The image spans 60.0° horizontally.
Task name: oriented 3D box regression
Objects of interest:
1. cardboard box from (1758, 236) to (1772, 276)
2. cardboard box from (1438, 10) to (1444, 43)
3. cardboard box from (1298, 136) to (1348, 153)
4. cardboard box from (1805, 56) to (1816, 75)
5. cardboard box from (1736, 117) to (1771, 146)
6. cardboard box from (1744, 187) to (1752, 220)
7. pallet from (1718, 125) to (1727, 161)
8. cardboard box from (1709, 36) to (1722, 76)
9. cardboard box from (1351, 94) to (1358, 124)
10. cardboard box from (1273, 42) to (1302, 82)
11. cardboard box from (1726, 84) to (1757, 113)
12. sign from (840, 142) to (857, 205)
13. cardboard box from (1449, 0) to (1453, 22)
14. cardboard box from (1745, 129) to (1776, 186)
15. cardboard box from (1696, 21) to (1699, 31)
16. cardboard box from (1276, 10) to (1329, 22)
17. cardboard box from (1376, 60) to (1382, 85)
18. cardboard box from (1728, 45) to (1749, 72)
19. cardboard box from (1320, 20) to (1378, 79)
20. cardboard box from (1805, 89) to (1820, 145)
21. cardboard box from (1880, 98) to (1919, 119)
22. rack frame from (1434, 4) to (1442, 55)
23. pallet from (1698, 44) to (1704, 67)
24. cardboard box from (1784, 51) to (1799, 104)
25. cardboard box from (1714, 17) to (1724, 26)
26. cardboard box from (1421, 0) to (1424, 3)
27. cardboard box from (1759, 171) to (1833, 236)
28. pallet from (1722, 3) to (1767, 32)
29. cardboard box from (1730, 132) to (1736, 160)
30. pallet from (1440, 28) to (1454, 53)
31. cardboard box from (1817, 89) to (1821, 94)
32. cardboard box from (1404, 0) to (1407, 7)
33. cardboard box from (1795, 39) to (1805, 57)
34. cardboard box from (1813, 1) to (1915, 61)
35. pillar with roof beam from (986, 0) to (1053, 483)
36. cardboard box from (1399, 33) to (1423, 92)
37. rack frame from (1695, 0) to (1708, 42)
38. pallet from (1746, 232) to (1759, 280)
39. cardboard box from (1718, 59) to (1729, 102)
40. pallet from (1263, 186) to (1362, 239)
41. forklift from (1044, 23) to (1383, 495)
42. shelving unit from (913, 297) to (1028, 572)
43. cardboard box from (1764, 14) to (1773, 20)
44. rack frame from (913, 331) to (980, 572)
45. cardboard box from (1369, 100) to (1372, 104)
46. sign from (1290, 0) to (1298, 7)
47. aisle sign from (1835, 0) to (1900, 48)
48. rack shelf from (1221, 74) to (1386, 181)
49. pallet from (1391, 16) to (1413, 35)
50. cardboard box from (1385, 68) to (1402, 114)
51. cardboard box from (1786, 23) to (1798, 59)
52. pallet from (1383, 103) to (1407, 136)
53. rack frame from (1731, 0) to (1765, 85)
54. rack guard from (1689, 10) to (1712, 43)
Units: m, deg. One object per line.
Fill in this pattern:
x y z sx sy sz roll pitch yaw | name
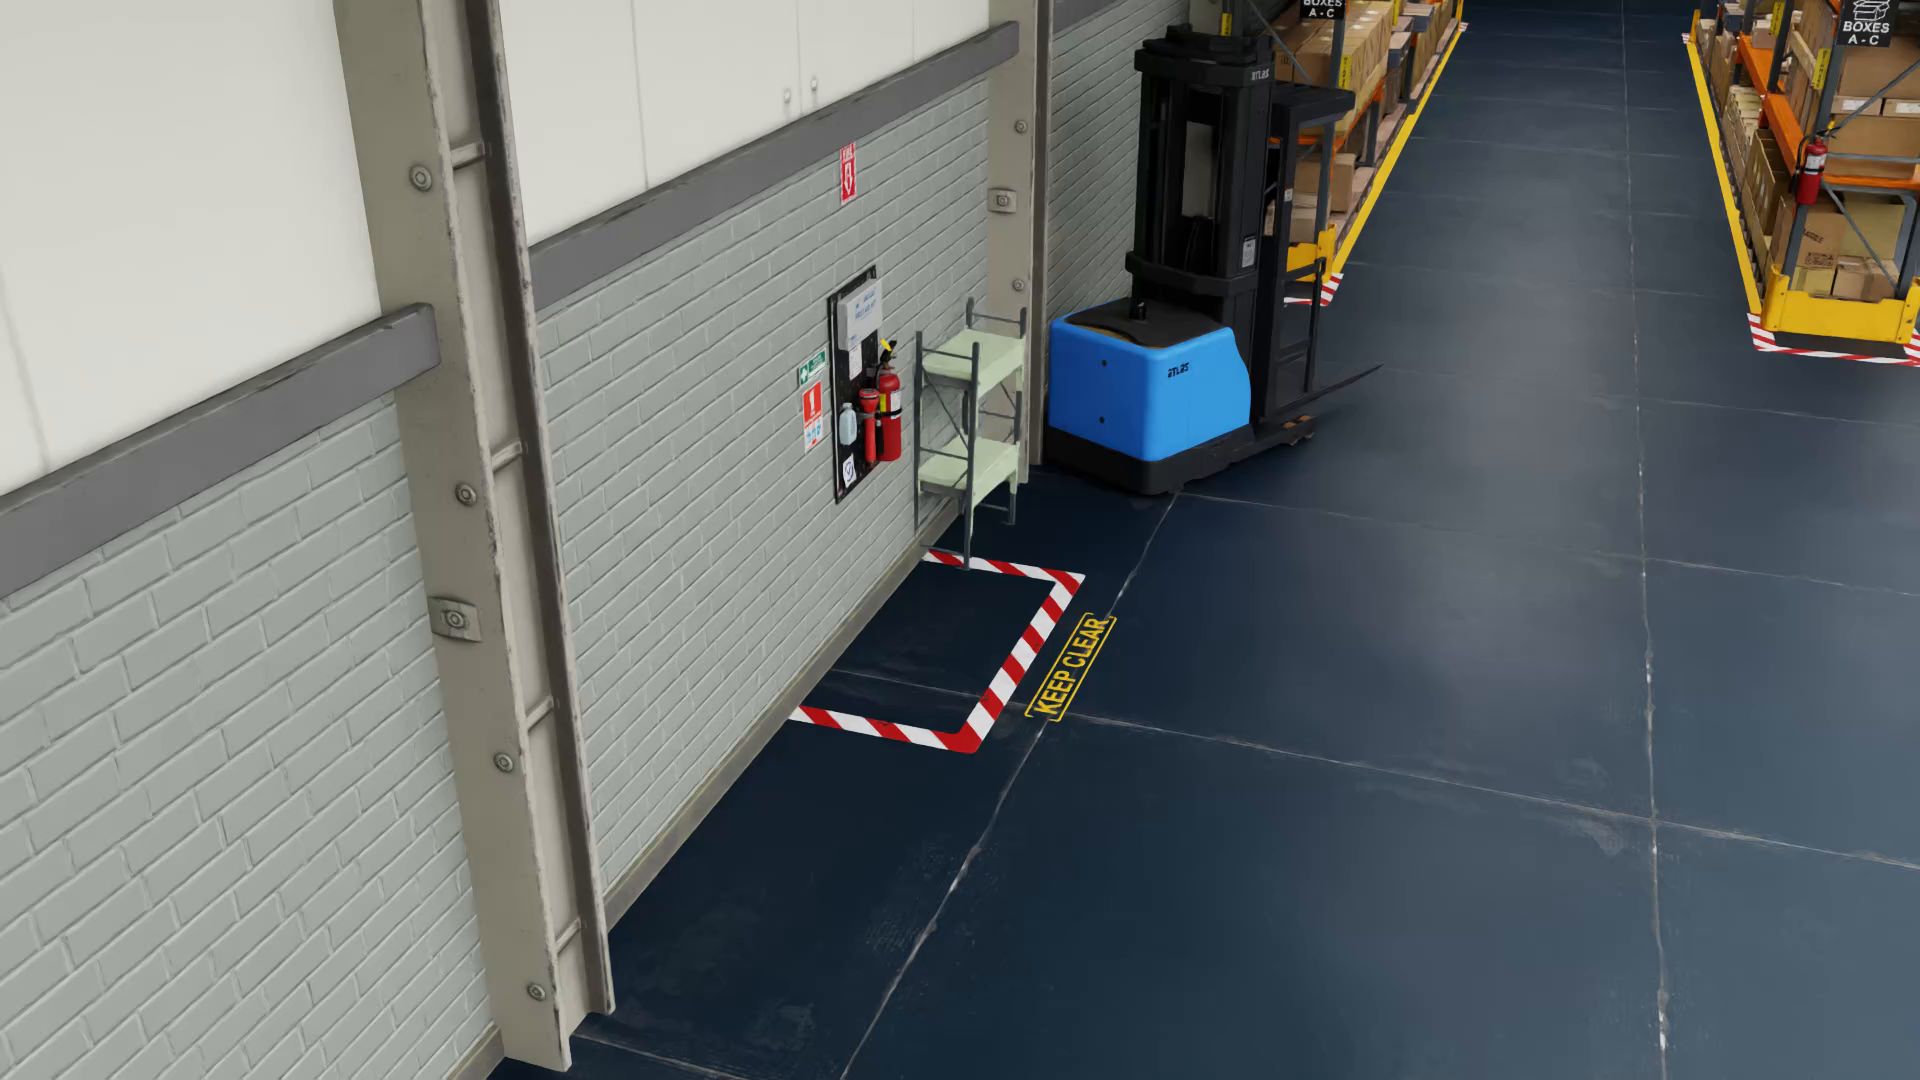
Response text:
7.687 -2.605 15.361 0.500 0.250 0.500 9 27 17 | cardboard box
7.469 -8.393 27.030 0.700 0.500 0.500 8 27 17 | cardboard box
3.983 -4.184 18.313 0.500 0.500 0.500 7 27 14 | cardboard box
8.179 -4.444 15.628 0.380 0.149 0.250 9 27 17 | cardboard box
9.163 -4.658 18.958 0.500 0.311 0.500 9 27 17 | cardboard box
8.352 -3.427 17.059 0.500 0.250 0.500 9 27 17 | cardboard box
9.984 -4.883 20.592 1.003 0.211 1.213 9 27 17 | pallet
11.235 -7.024 24.178 0.500 0.500 0.500 8 27 15 | cardboard box
3.581 -4.211 16.154 0.500 0.250 0.500 8 27 16 | cardboard box
2.916 -4.403 15.691 0.500 0.500 0.500 8 27 17 | cardboard box
9.843 -5.502 20.701 0.500 0.311 0.500 10 27 19 | cardboard box
-0.575 -1.892 8.555 0.001 0.298 0.199 9 27 17 | sign
8.145 -9.237 28.771 0.700 0.500 0.500 9 27 17 | cardboard box
8.514 -3.970 17.321 0.500 0.500 0.500 9 27 17 | cardboard box
12.493 -8.551 27.735 0.380 0.149 0.250 9 27 17 | cardboard box
3.591 -5.244 17.426 0.500 0.500 0.500 10 27 19 | cardboard box
4.245 -5.043 17.872 0.500 0.250 0.500 9 27 18 | cardboard box
10.399 -6.323 21.870 0.500 0.250 0.500 10 28 19 | cardboard box
3.914 -4.958 16.837 0.500 0.500 0.500 10 27 19 | cardboard box
8.140 -3.838 15.119 0.700 0.500 0.500 9 27 18 | cardboard box
7.966 -3.650 13.987 0.380 0.149 0.250 9 27 17 | cardboard box
6.953 -8.831 25.547 1.000 3.000 0.127 9 27 17 | rack frame
12.259 -7.644 26.296 1.003 0.211 1.213 9 27 17 | pallet
8.822 -4.688 16.876 0.700 0.500 0.500 8 27 16 | cardboard box
12.246 -7.961 26.111 0.797 0.503 0.637 9 27 17 | cardboard box
6.025 -7.538 22.397 0.500 0.500 0.500 10 27 19 | cardboard box
7.849 -3.148 15.623 0.500 0.500 0.500 9 27 17 | cardboard box
10.454 -6.673 21.310 1.213 0.211 1.003 9 27 17 | pallet
9.338 -4.617 19.518 0.500 0.250 0.500 9 27 18 | cardboard box
7.684 -8.380 27.816 1.003 0.211 1.213 9 27 17 | pallet
7.836 -4.020 14.752 0.380 0.149 0.250 9 27 18 | cardboard box
5.475 -7.236 21.633 0.700 0.500 0.500 6 26 11 | cardboard box
8.523 -4.872 16.511 0.380 0.149 0.250 8 27 16 | cardboard box
8.321 -4.653 15.316 0.700 0.500 0.500 9 27 17 | cardboard box
4.440 -3.923 8.526 9.100 9.000 0.400 9 27 17 | pillar with roof beam
5.990 -6.692 23.114 0.750 0.750 0.750 8 27 17 | cardboard box
12.956 -9.758 27.462 1.000 3.000 0.127 9 27 17 | rack frame
8.255 -2.748 16.183 1.003 0.211 1.213 9 27 17 | pallet
10.557 -6.174 22.424 0.500 0.500 0.500 8 27 16 | cardboard box
3.696 -3.504 17.745 1.003 0.211 1.213 9 27 17 | pallet
2.012 -2.160 11.847 3.031 2.935 1.130 -23 34 -39 | forklift
0.051 -0.663 10.383 0.431 1.500 0.755 13 29 21 | shelving unit
10.132 -6.287 20.395 0.500 0.311 0.500 11 28 21 | cardboard box
-0.100 -0.519 10.083 0.400 1.500 0.023 13 29 21 | rack frame
4.644 -5.141 20.289 0.700 0.500 0.500 8 27 16 | cardboard box
3.766 -6.144 18.668 0.100 0.325 0.005 9 27 17 | sign
7.333 -4.368 13.347 0.394 0.787 0.004 9 27 17 | aisle sign
3.625 -4.398 17.216 1.077 0.370 4.000 9 27 17 | rack shelf
5.002 -6.281 20.502 1.003 0.211 1.213 9 27 17 | pallet
5.431 -5.957 21.974 0.700 0.500 0.500 9 27 18 | cardboard box
9.409 -5.401 18.349 0.500 0.500 0.500 11 28 21 | cardboard box
5.360 -5.611 22.097 1.003 0.211 1.213 9 27 17 | pallet
10.294 -6.470 20.672 1.000 3.000 0.127 9 27 17 | rack frame
12.931 -8.602 27.942 1.175 0.500 0.348 9 27 17 | rack guard
